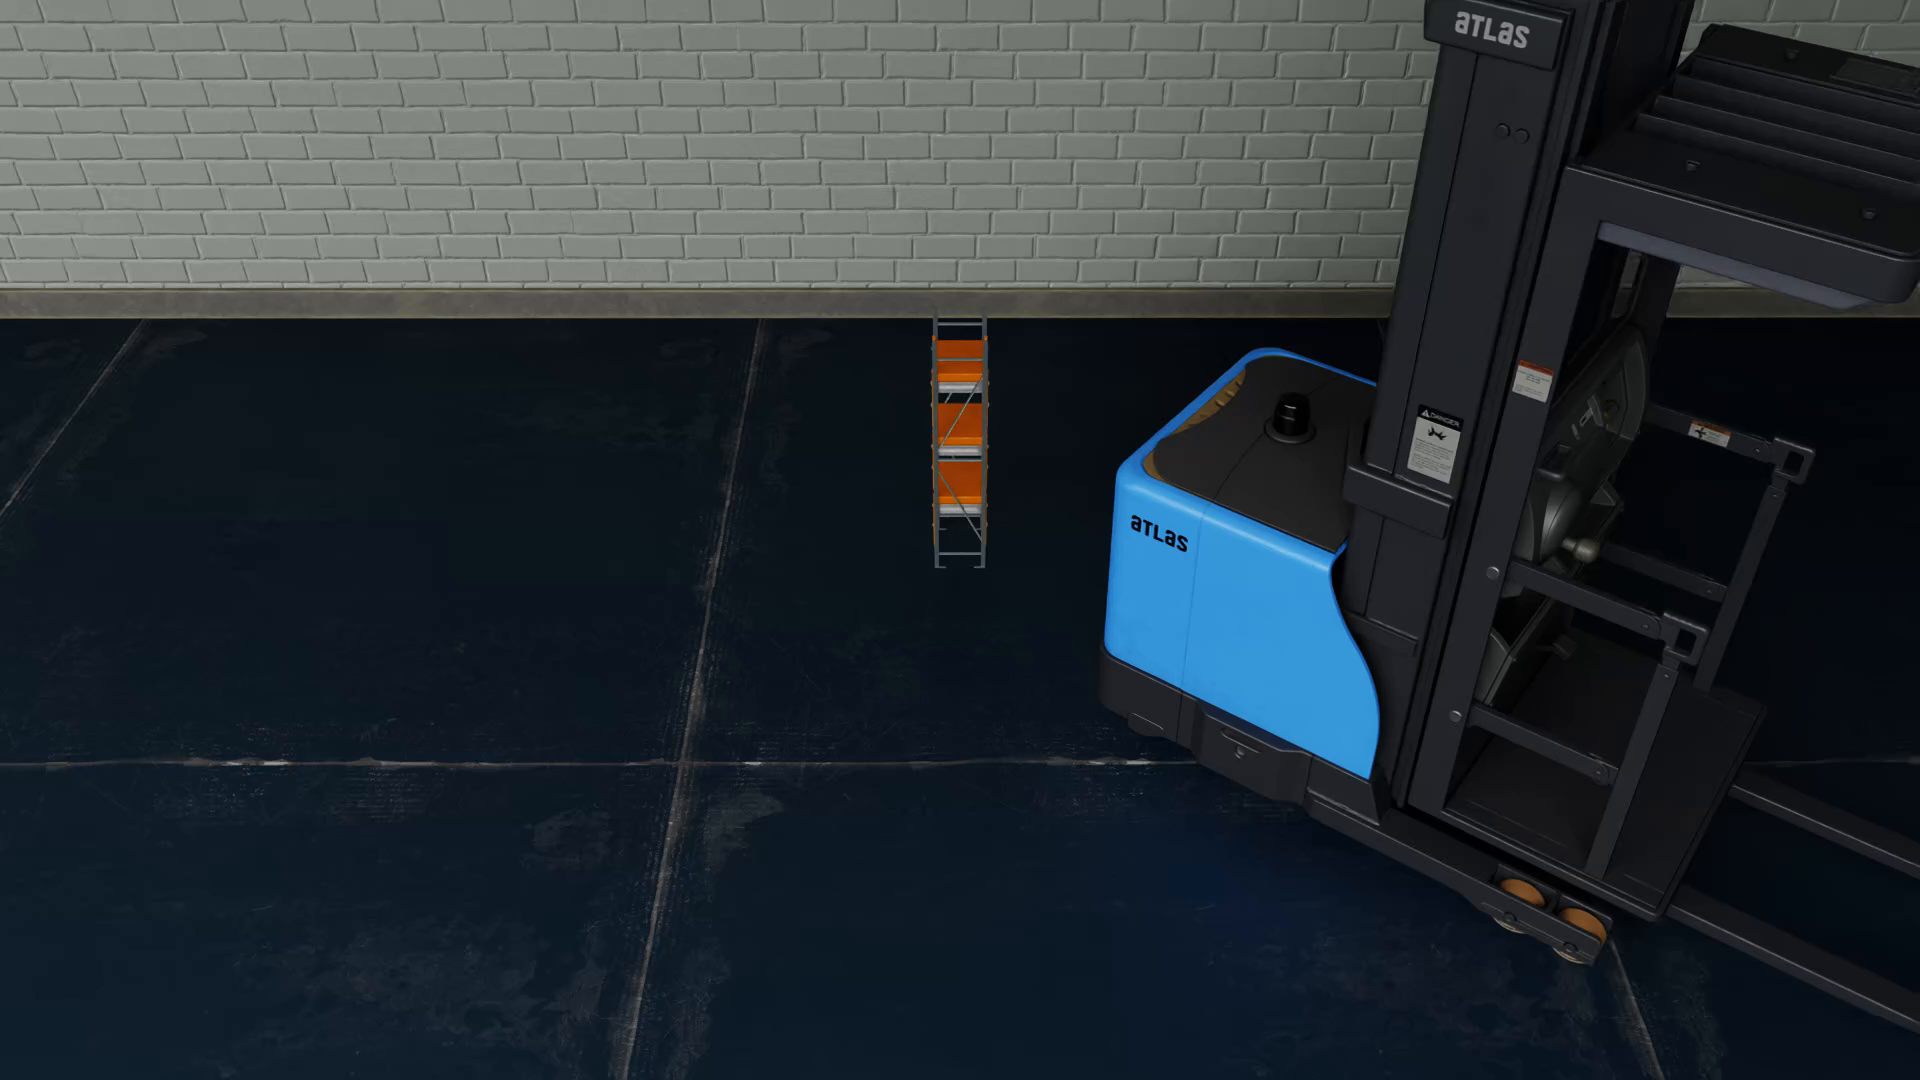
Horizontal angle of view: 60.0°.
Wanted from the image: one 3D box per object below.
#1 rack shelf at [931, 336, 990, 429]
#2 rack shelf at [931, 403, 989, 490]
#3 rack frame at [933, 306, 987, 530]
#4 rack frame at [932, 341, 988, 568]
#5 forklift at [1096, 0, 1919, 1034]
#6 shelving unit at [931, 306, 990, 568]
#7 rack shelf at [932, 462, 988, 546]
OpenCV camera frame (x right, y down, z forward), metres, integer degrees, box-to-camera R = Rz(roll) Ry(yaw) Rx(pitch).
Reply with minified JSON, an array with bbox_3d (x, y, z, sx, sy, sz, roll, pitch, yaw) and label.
[{"bbox_3d":[0.000,-0.589,6.209,0.215,0.259,0.240,0,39,0],"label":"rack shelf"},{"bbox_3d":[0.000,-0.368,6.387,0.215,0.259,0.240,0,39,0],"label":"rack shelf"},{"bbox_3d":[0.000,-0.453,6.475,0.200,1.050,0.008,0,39,0],"label":"rack frame"},{"bbox_3d":[0.000,-0.300,6.285,0.200,1.050,0.008,0,39,0],"label":"rack frame"},{"bbox_3d":[1.971,-0.222,4.684,3.031,2.935,1.130,25,45,28],"label":"forklift"},{"bbox_3d":[0.000,-0.376,6.380,0.215,1.050,0.252,0,39,0],"label":"shelving unit"},{"bbox_3d":[0.000,-0.151,6.560,0.215,0.259,0.240,0,39,0],"label":"rack shelf"}]
